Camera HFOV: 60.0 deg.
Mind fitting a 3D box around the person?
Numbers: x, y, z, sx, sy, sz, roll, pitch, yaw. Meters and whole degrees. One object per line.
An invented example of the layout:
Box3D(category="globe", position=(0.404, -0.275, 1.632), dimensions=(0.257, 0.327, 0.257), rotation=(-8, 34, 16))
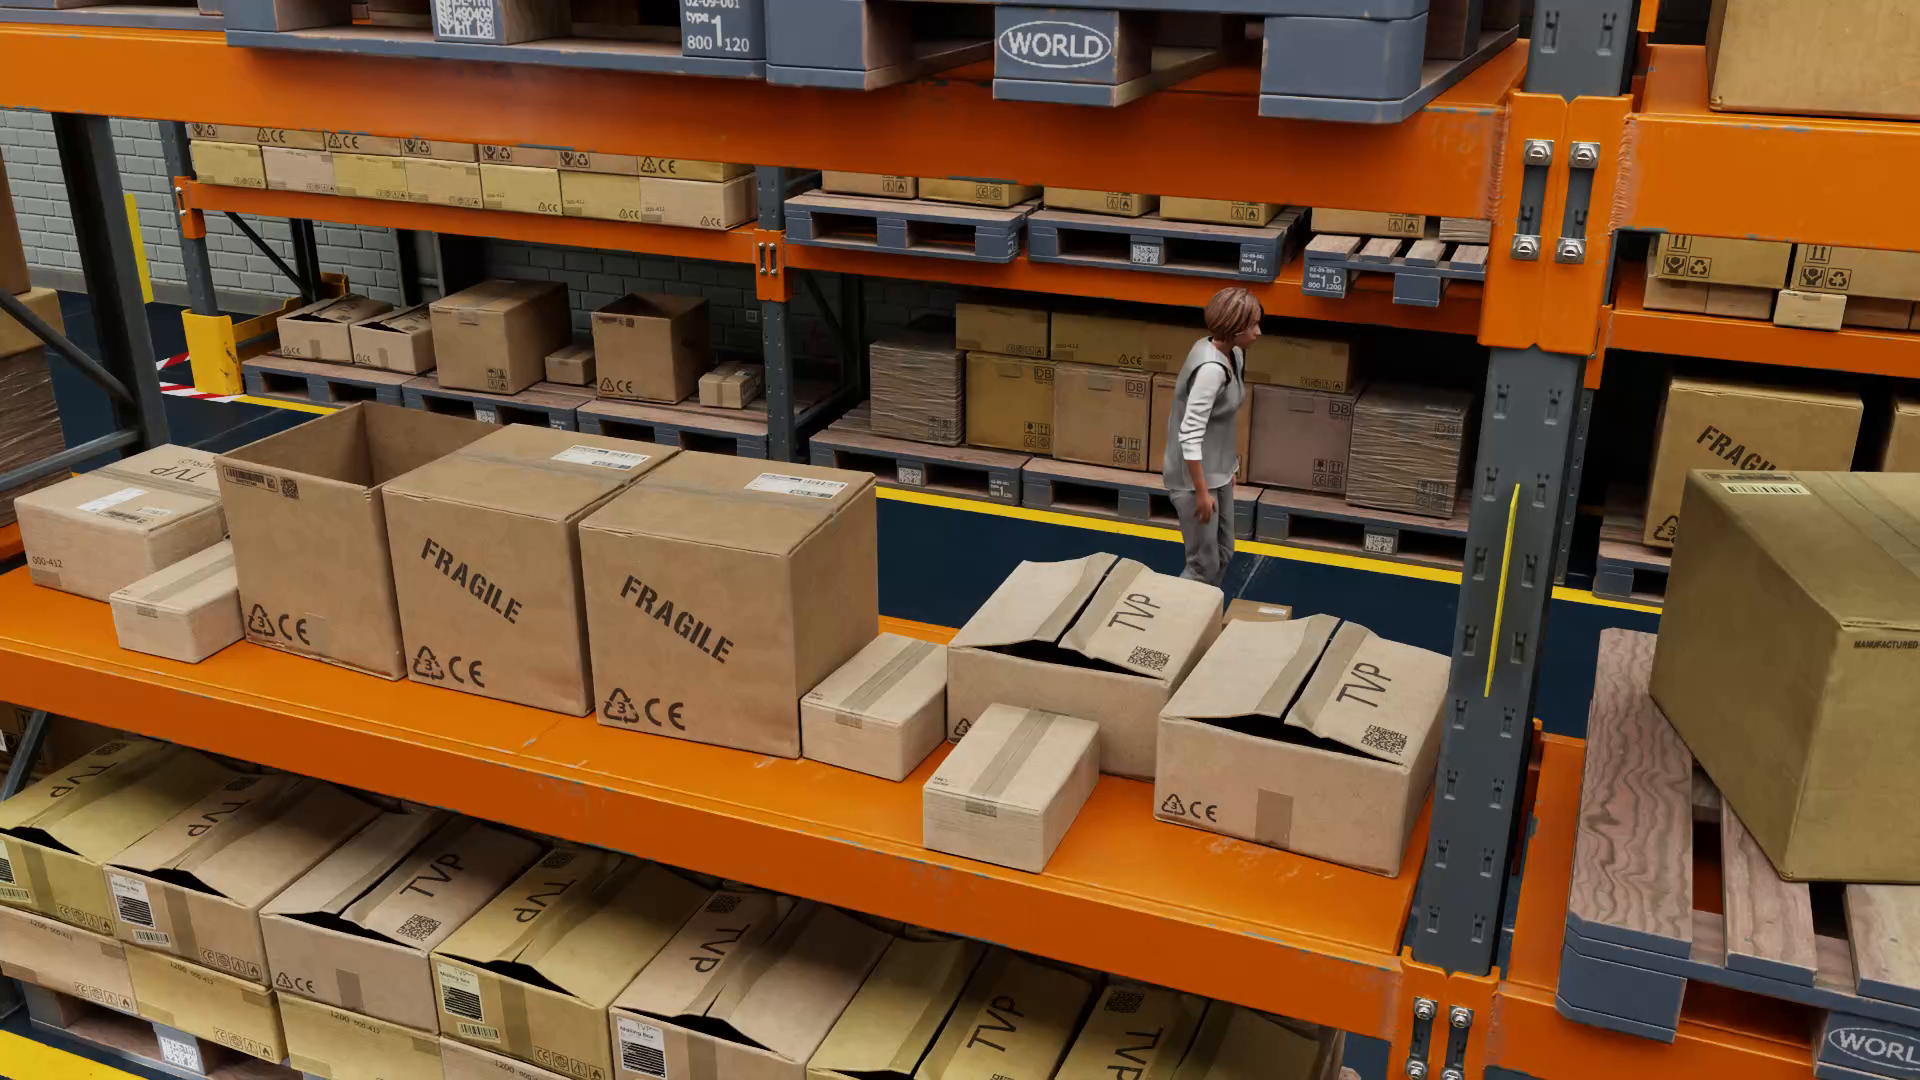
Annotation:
Box3D(category="person", position=(1.000, -0.230, 6.656), dimensions=(0.364, 1.593, 0.463), rotation=(9, 24, 20))
